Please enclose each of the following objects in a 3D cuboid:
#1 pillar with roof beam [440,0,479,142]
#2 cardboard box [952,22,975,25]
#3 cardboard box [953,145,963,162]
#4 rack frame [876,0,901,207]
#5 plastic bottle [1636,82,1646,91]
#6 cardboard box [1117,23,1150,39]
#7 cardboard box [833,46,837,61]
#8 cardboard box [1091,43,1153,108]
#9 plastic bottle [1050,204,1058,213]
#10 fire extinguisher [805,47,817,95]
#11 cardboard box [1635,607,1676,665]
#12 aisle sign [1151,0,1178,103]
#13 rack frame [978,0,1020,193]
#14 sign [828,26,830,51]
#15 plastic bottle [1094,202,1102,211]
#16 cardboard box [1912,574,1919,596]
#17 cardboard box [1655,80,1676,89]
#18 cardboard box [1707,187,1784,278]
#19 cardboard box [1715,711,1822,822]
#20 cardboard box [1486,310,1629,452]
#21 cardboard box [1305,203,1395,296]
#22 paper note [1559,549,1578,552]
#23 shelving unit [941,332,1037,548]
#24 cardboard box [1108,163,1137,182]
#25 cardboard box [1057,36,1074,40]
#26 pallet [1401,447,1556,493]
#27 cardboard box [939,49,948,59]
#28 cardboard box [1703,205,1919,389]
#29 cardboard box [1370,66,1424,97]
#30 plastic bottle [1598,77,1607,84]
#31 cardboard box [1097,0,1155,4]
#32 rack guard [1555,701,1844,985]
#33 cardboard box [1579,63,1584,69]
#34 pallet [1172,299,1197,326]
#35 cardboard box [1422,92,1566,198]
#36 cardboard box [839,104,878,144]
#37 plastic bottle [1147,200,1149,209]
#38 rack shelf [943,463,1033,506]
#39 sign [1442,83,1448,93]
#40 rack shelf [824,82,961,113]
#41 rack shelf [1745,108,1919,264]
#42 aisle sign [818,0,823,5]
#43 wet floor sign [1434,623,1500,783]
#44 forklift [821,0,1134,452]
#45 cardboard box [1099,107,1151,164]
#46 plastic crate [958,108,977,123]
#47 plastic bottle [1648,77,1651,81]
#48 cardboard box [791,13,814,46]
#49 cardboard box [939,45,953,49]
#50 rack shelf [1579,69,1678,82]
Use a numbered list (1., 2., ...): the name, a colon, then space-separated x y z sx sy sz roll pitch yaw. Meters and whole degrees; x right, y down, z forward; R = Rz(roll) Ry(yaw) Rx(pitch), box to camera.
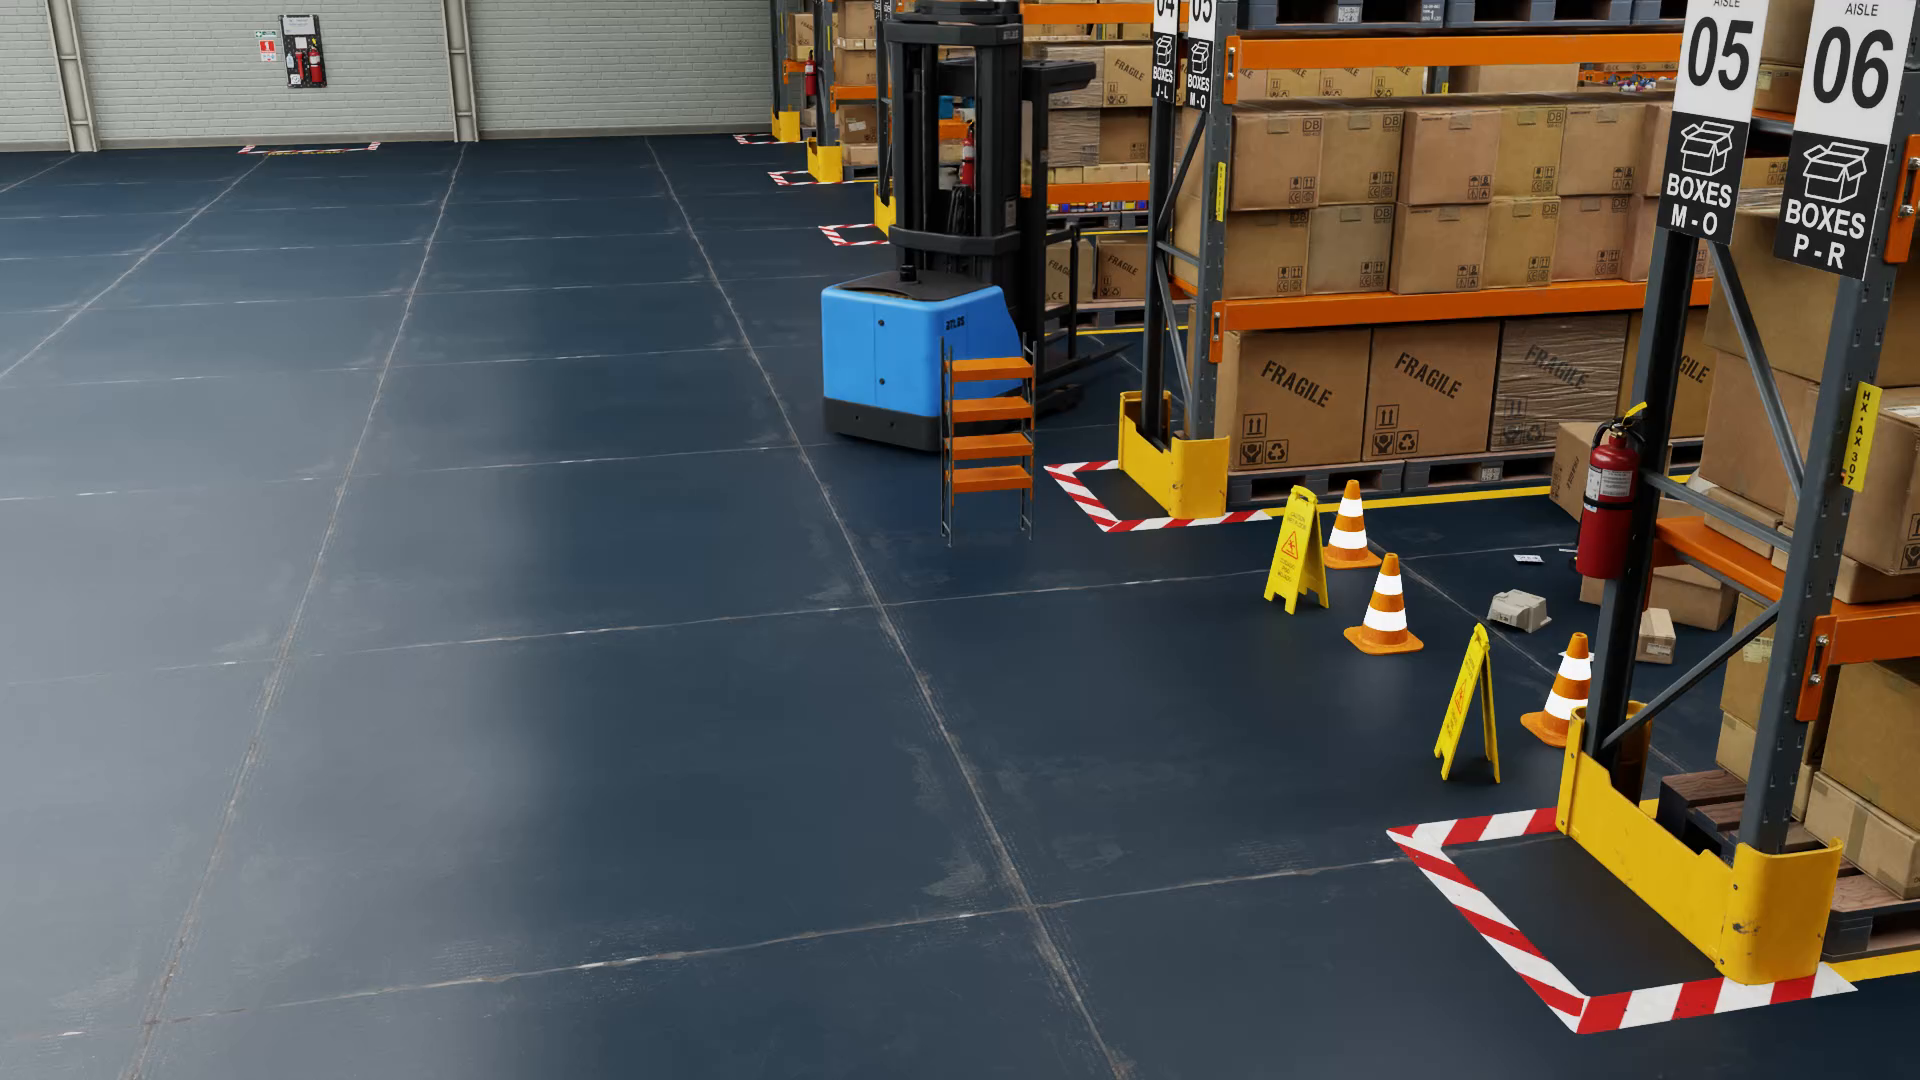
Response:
1. pillar with roof beam: -7.458 -9.626 23.009 0.400 9.000 9.100 -5 21 -12
2. cardboard box: 0.049 -7.538 24.001 0.500 0.500 0.700 -5 21 -12
3. cardboard box: 0.085 -5.714 24.440 0.500 0.250 0.500 -5 21 -12
4. rack frame: -0.812 -5.064 19.277 0.127 3.000 1.000 -5 21 -12
5. plastic bottle: 8.604 -5.644 21.032 0.133 0.283 0.061 -5 21 -12
6. cardboard box: 3.031 -9.120 29.565 0.500 0.500 0.700 -5 21 -12
7. cardboard box: -2.042 -8.297 28.293 0.500 0.250 0.500 -5 21 -14
8. cardboard box: 1.414 -4.051 14.482 0.500 0.500 0.500 -5 21 -12
9. plastic bottle: 1.125 -4.004 19.812 0.097 0.201 0.097 0 20 0
10. fire extinguisher: -2.170 -6.832 24.216 0.183 0.674 0.296 -5 21 -12
11. cardboard box: 3.418 0.470 8.315 0.250 0.149 0.380 6 21 16
12. aisle sign: 1.233 -3.053 10.008 0.004 0.787 0.394 -5 21 -12
13. rack frame: 0.328 -3.406 14.751 0.127 3.000 1.000 -5 21 -12
14. sign: -1.826 -6.979 23.133 0.005 0.325 0.100 -5 21 -12
15. plastic bottle: 1.652 -4.079 19.917 0.097 0.271 0.097 0 20 0
16. cardboard box: 3.229 0.047 5.691 0.250 0.149 0.380 -4 21 -12
17. cardboard box: 7.077 -4.149 16.025 0.500 0.500 0.700 -2 20 -4
18. cardboard box: 4.907 -2.091 10.945 0.550 0.550 0.875 -5 21 -12
19. cardboard box: 3.356 0.849 6.522 0.500 0.250 0.500 -5 21 -13
20. cardboard box: 3.759 -1.155 11.084 0.875 0.875 0.875 -4 21 -12
21. cardboard box: 2.252 -1.903 10.431 0.550 0.550 0.875 -5 21 -12
22. paper note: 3.535 0.063 9.629 0.123 0.001 0.032 6 21 16
23. shelving unit: 0.161 -0.576 9.644 0.503 1.200 0.258 -5 21 -12
24. cardboard box: 1.393 -3.285 14.788 0.250 0.149 0.380 -5 21 -12
25. cardboard box: 1.488 -7.278 24.233 0.250 0.149 0.380 -5 21 -14
26. pallet: 3.316 -0.613 11.181 1.213 0.211 1.003 -5 21 -12
27. cardboard box: -0.496 -6.882 24.096 0.500 0.500 0.700 -5 21 -12
28. cardboard box: 3.055 -0.858 5.765 0.500 0.500 0.700 -5 21 -14
29. cardboard box: 3.846 -4.251 15.026 0.500 0.500 0.500 -5 21 -12
30. plastic bottle: 8.381 -5.907 21.750 0.133 0.283 0.061 -5 21 -12
31. cardboard box: 1.357 -4.738 14.246 0.500 0.250 0.500 -5 21 -14
32. rack guard: 2.682 1.079 6.142 0.348 0.500 1.175 -5 21 -12
33. cardboard box: 10.157 -7.844 26.722 0.500 0.500 0.500 -4 21 -12
34. pallet: 2.386 -2.250 15.651 1.213 0.211 1.003 -5 21 -12
35. cardboard box: 3.317 -2.490 10.463 0.500 0.550 0.875 -5 21 -12
36. cardboard box: -1.495 -6.122 24.464 0.500 0.500 0.500 -5 21 -12
37. plastic bottle: 2.334 -4.180 20.077 0.185 0.351 0.144 -6 21 -15
38. rack shelf: 0.161 -0.327 9.735 0.480 0.148 0.258 -5 21 -12
39. sign: 4.353 -3.948 14.972 0.005 0.325 0.100 -5 21 -12
40. rack shelf: -0.002 -6.543 24.360 4.000 0.370 1.077 -5 21 -12
41. rack shelf: 4.555 -1.318 5.735 4.000 0.370 1.077 -5 21 -12
42. aisle sign: -1.941 -7.835 23.063 0.004 0.787 0.394 -5 21 -12
43. wet floor sign: 2.177 0.674 7.037 0.232 0.644 0.267 2 20 6
44. forklift: 0.283 -2.421 12.163 1.130 2.935 3.031 13 24 32
45. cardboard box: 1.328 -3.706 14.994 0.500 0.500 0.875 -5 21 -12
46. plastic crate: 0.133 -4.903 19.222 0.250 0.136 0.298 -5 21 -12
47. plastic bottle: 9.082 -5.952 21.890 0.097 0.271 0.097 0 20 0
48. cardboard box: -2.558 -8.608 28.052 0.500 0.500 0.500 -5 21 -12
49. cardboard box: -0.264 -7.135 23.843 0.250 0.149 0.380 -5 21 -13
50. rack shelf: 11.676 -7.492 26.953 4.000 0.370 1.077 -5 21 -12
